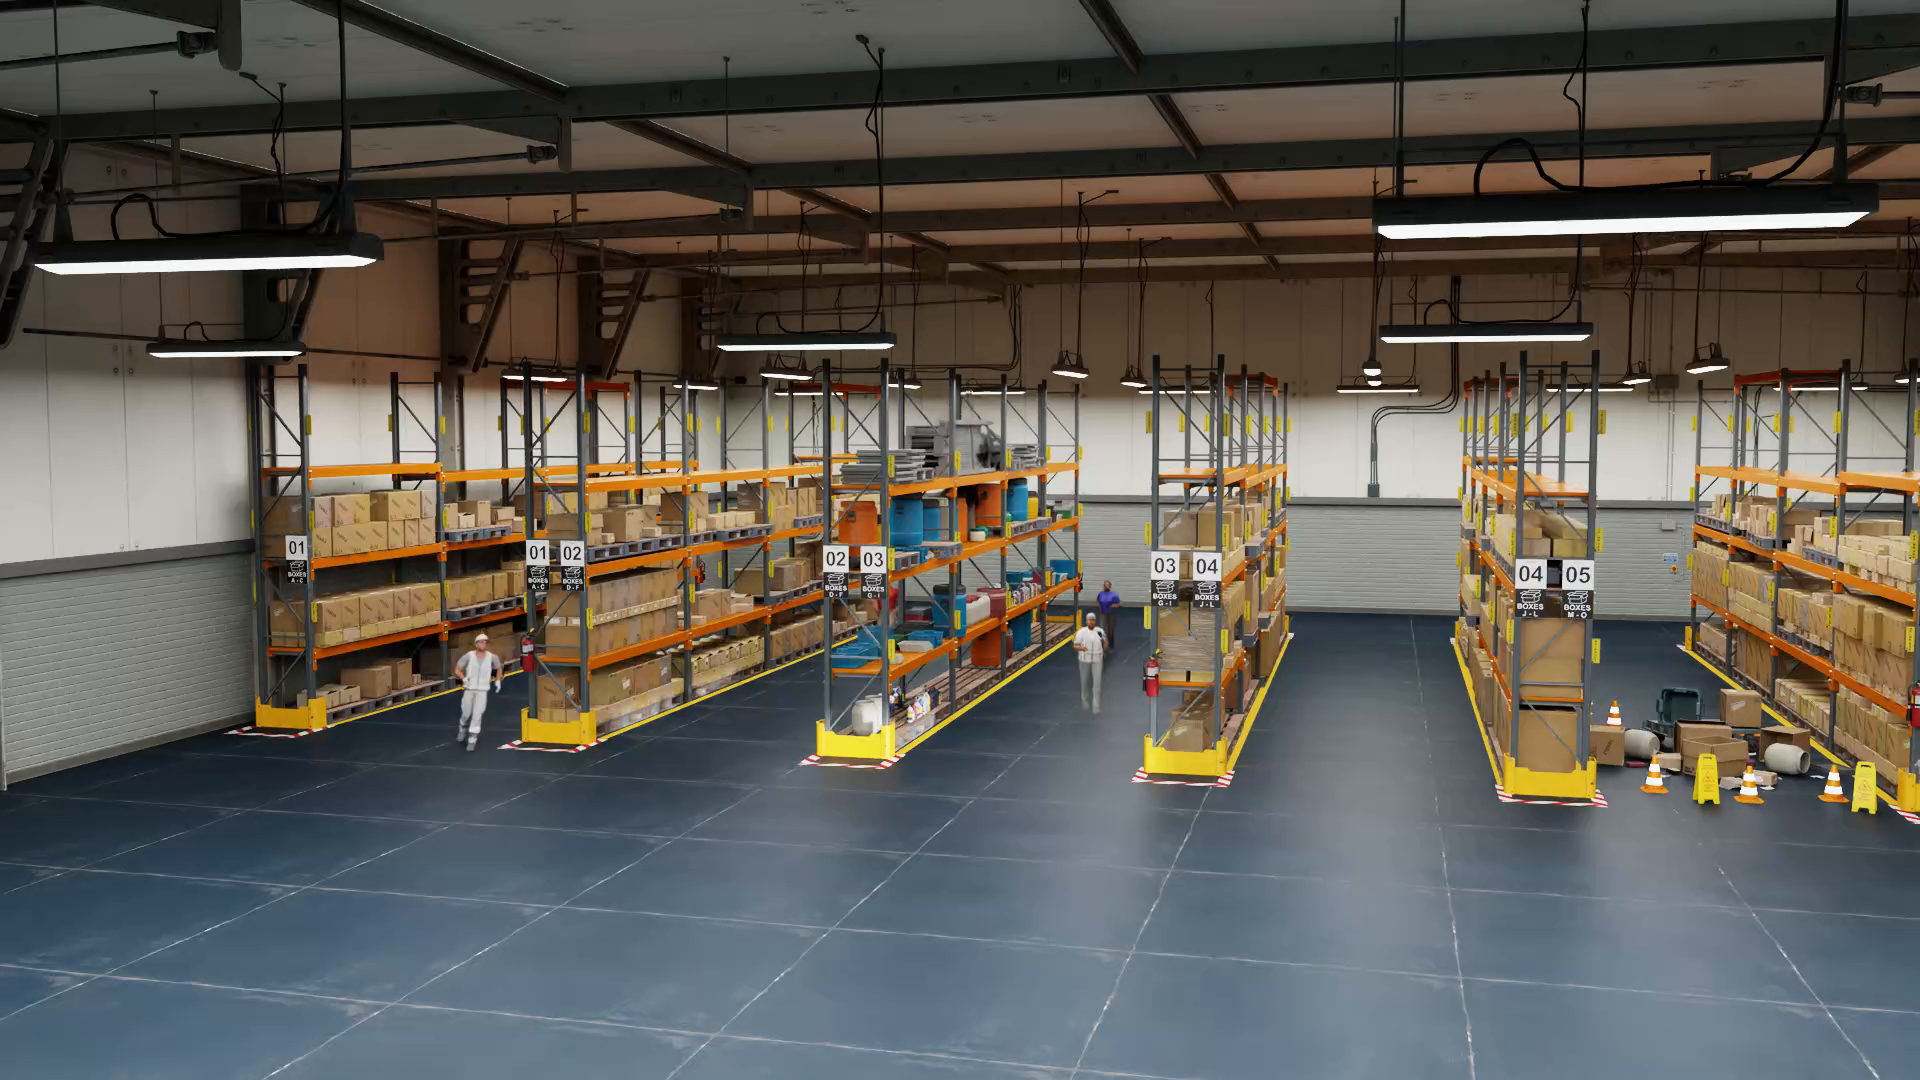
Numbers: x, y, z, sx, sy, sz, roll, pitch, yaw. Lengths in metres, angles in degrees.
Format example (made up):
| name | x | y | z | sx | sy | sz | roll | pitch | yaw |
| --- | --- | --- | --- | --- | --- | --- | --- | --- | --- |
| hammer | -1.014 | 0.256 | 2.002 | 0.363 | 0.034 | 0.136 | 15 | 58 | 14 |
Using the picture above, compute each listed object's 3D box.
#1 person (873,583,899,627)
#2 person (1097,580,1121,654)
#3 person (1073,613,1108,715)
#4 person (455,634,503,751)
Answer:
| name | x | y | z | sx | sy | sz | roll | pitch | yaw |
| --- | --- | --- | --- | --- | --- | --- | --- | --- | --- |
| person | -1.587 | 1.653 | 36.446 | 0.682 | 1.702 | 0.598 | 0 | 4 | 6 |
| person | 3.198 | 1.716 | 35.855 | 0.569 | 1.708 | 0.729 | 1 | 4 | 13 |
| person | 2.214 | 2.070 | 28.094 | 0.606 | 1.679 | 0.924 | 0 | 4 | -2 |
| person | -7.466 | 2.335 | 25.827 | 0.724 | 1.755 | 0.885 | -1 | 4 | -20 |
